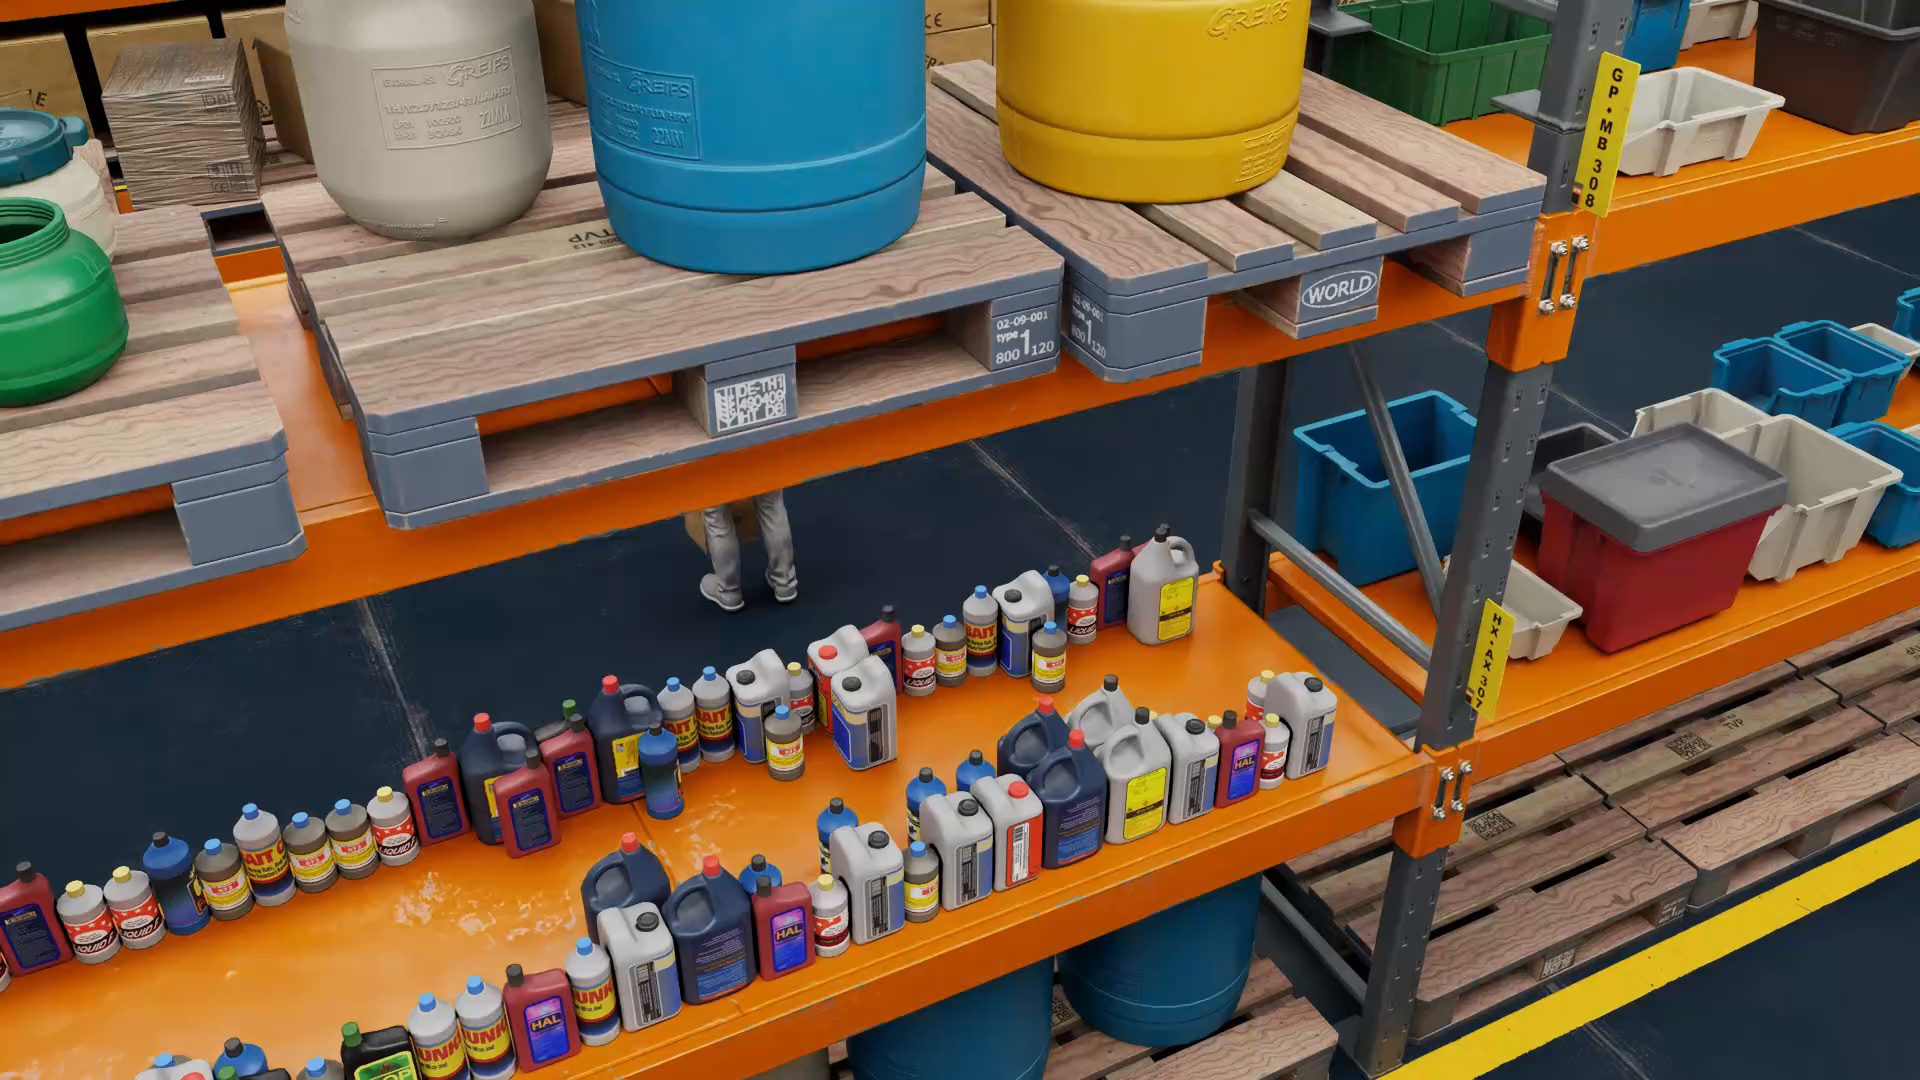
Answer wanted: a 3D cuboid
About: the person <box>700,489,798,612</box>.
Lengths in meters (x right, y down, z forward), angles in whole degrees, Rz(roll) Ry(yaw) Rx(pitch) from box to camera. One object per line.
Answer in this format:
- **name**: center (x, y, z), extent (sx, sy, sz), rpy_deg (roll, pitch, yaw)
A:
- **person**: center (-0.933, -0.438, 6.801), extent (0.511, 1.668, 0.411), rpy_deg (-17, 37, -24)
